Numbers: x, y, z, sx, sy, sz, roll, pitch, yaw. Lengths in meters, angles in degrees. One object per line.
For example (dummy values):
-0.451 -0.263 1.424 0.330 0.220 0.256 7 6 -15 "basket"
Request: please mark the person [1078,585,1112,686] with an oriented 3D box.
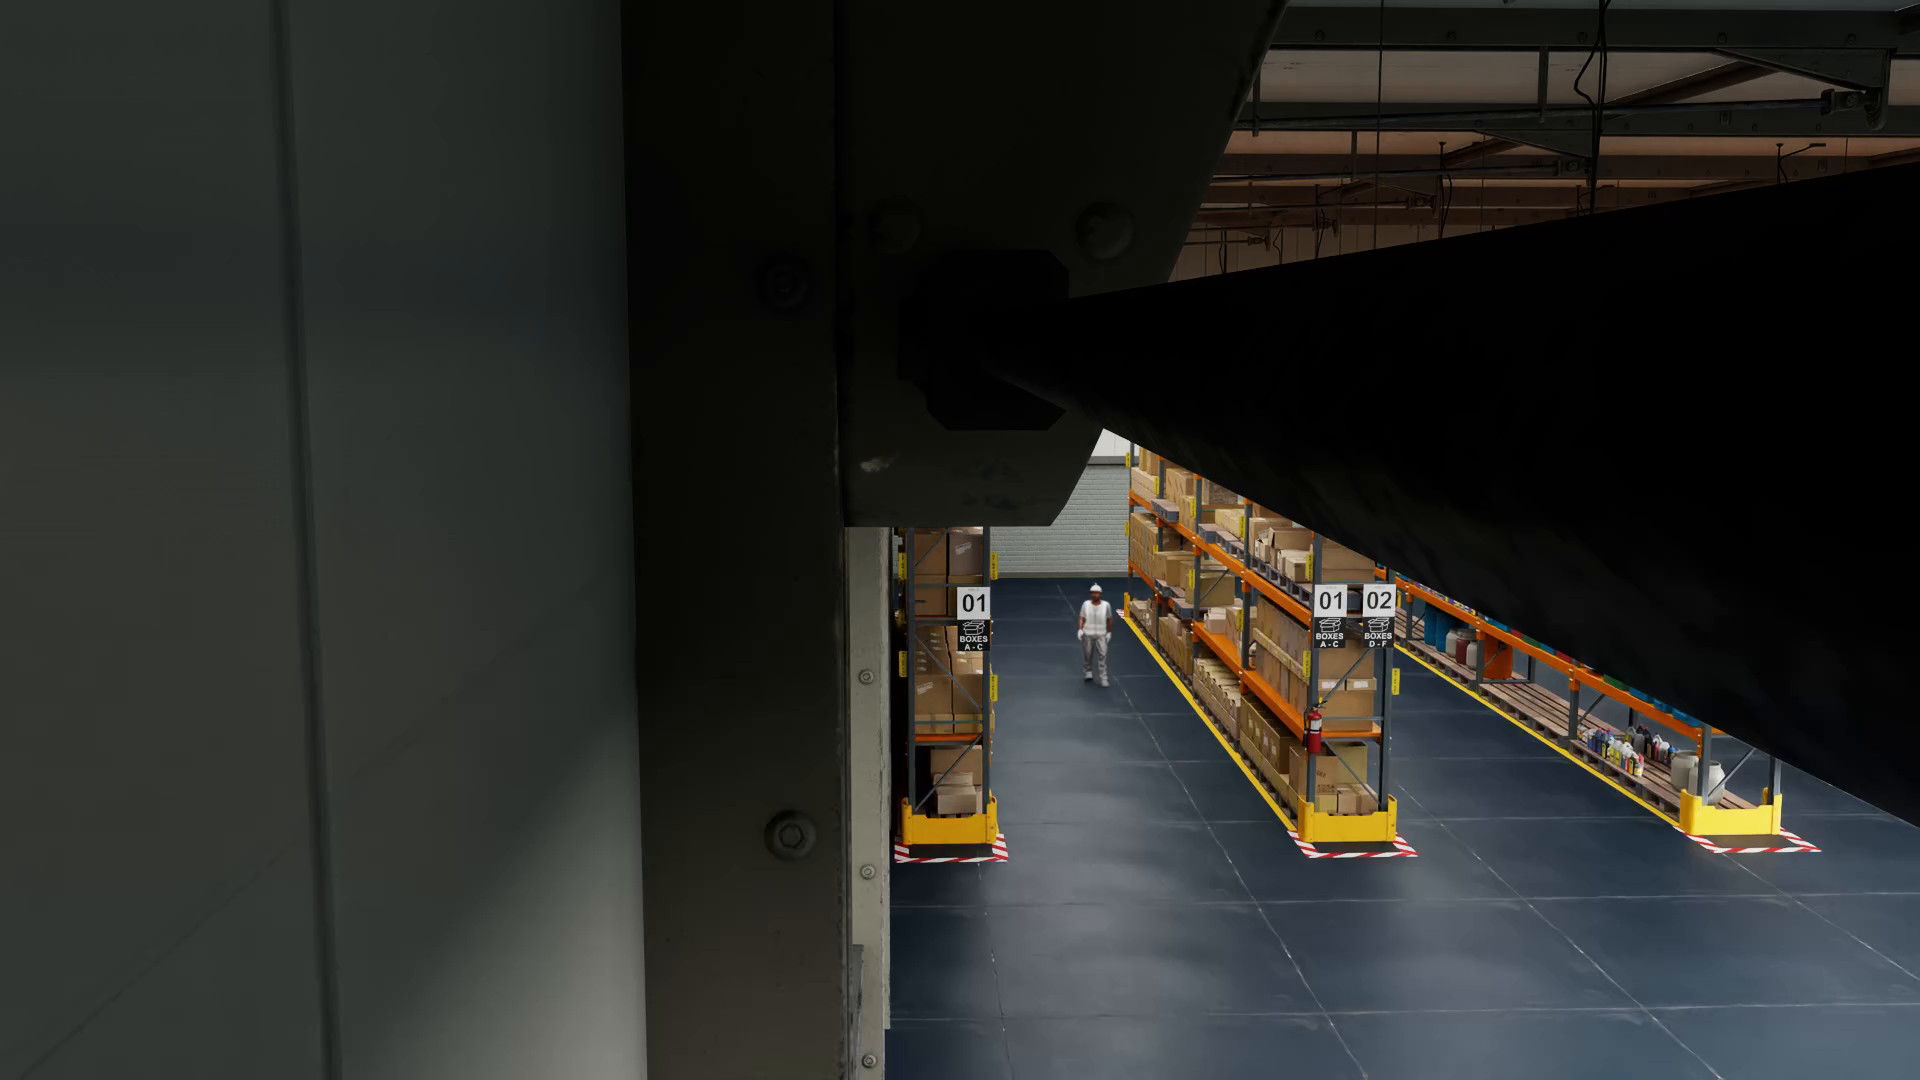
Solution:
2.402 1.677 29.518 0.642 1.736 0.972 -1 7 -4 "person"
